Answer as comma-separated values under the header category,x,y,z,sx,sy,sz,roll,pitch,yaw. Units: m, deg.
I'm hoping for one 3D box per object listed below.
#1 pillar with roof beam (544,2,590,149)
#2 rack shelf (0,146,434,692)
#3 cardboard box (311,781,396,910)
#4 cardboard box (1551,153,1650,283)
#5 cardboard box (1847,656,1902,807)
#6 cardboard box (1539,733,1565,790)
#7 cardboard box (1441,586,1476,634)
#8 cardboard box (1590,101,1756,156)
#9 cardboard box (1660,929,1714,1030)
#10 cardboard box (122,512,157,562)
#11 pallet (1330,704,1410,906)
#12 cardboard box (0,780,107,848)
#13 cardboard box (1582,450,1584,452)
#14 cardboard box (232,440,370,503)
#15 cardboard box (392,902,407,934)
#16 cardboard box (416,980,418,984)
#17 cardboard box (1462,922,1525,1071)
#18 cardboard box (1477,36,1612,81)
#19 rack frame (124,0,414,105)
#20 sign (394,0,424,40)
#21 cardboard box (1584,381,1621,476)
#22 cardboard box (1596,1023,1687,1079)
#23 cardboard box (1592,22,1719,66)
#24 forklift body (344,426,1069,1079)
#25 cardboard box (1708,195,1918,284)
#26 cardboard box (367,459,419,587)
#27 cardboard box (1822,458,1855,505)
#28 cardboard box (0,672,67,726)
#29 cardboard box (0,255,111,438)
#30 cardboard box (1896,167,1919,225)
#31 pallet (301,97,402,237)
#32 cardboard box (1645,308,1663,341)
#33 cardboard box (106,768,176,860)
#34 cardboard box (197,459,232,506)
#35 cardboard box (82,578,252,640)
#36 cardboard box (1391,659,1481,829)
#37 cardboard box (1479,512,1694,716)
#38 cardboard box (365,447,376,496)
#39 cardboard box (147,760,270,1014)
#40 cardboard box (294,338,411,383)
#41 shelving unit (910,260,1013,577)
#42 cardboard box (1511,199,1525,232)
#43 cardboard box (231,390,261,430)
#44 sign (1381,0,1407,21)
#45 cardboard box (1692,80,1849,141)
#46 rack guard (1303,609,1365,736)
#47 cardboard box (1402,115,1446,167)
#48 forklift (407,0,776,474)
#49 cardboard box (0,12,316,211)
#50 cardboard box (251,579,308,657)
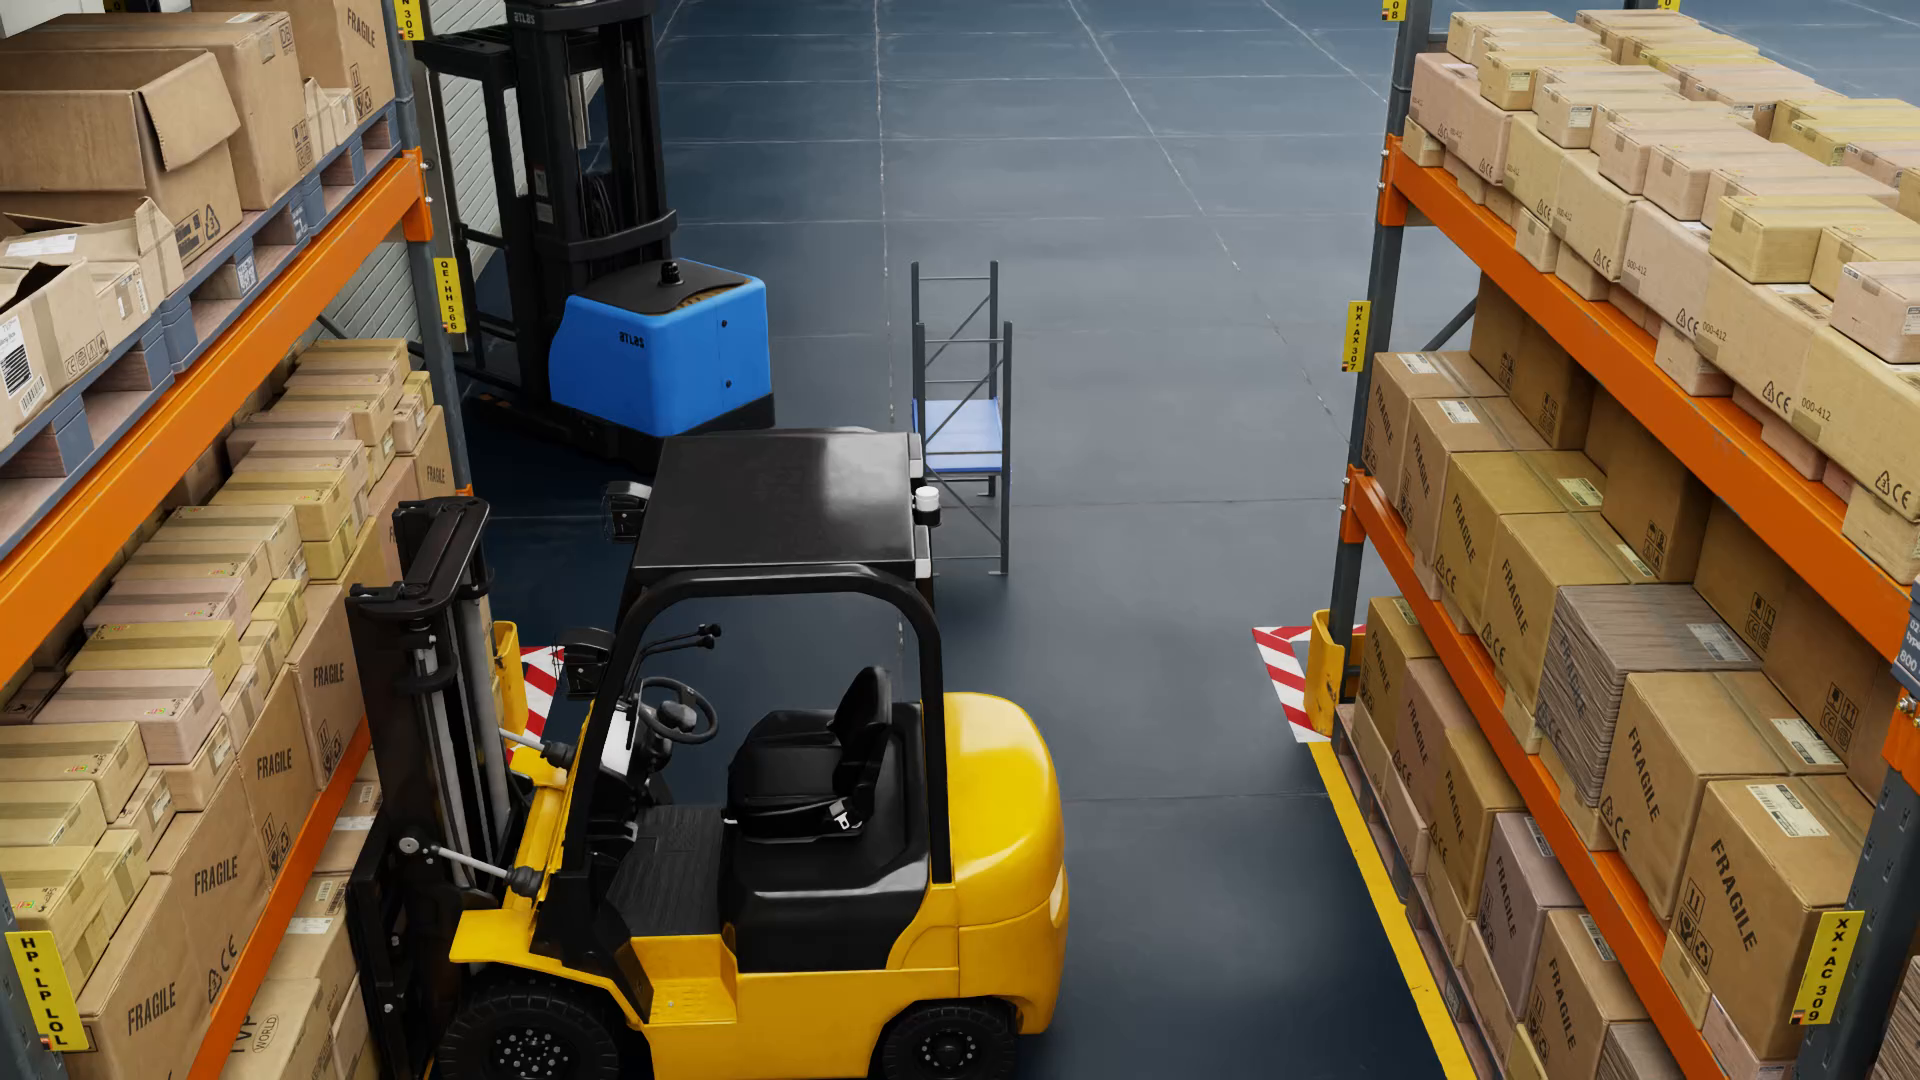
category,x,y,z,sx,sy,sz,roll,pitch,yaw
pillar with roof beam,0.130,-8.359,16.047,9.100,9.000,0.400,-1,28,-3
rack shelf,-2.575,-0.484,4.969,1.077,0.370,4.000,-1,28,-3
cardboard box,-2.256,1.100,5.835,0.500,0.250,0.500,-2,28,-4
cardboard box,2.113,-0.967,4.958,0.500,0.250,0.500,-1,28,-2
cardboard box,2.680,0.501,4.035,0.700,0.500,0.500,-2,28,-3
cardboard box,2.125,0.711,5.415,0.380,0.149,0.250,-2,28,-4
cardboard box,2.063,0.232,6.332,0.380,0.149,0.250,-1,28,-1
cardboard box,2.141,-1.218,5.008,0.380,0.149,0.250,-1,28,-2
cardboard box,2.145,1.184,4.508,0.380,0.149,0.250,-1,28,-1
cardboard box,-2.823,0.014,5.347,0.380,0.149,0.250,-1,28,-2
pallet,2.289,1.129,7.357,1.003,0.211,1.213,-1,28,-3
cardboard box,-2.312,0.714,4.006,0.380,0.149,0.250,-1,28,-2
cardboard box,2.603,-0.219,6.497,0.500,0.500,0.500,-1,28,-3
cardboard box,-2.302,-0.233,5.821,0.380,0.149,0.250,-1,28,-1
cardboard box,-2.256,1.332,5.930,0.500,0.250,0.500,-1,28,-3
cardboard box,-2.256,1.546,6.062,0.500,0.250,0.500,-1,28,-1
cardboard box,2.127,1.614,5.930,0.500,0.250,0.500,-1,28,-2
cardboard box,2.073,-1.689,5.910,0.380,0.149,0.250,-1,28,-3
rack frame,-2.679,-3.057,5.880,1.000,3.000,0.127,-1,28,-3
sign,-2.137,-2.091,6.400,0.100,0.325,0.005,-1,28,-3
cardboard box,2.671,-0.441,5.840,0.700,0.500,0.500,-2,28,-3
cardboard box,2.187,1.762,4.836,0.500,0.500,0.500,-2,28,-3
cardboard box,2.565,-1.822,6.165,0.380,0.149,0.250,-1,28,-2
forklift body,-0.758,0.811,5.869,2.313,2.155,1.214,-1,28,-3
cardboard box,2.093,-0.742,4.094,0.380,0.149,0.250,-1,28,-1
cardboard box,-2.373,0.019,6.361,0.500,0.500,0.500,-1,28,-1
cardboard box,2.240,-0.147,3.816,0.380,0.149,0.250,-1,28,-2
cardboard box,-2.769,0.503,4.732,0.380,0.149,0.250,0,28,-1
cardboard box,-2.270,-0.461,3.680,0.500,0.311,0.500,-1,28,-2
cardboard box,2.698,-0.874,4.347,0.380,0.149,0.250,-2,28,-4
pallet,-2.668,-1.361,5.967,1.003,0.211,1.213,-1,28,-3
cardboard box,2.197,-0.626,4.734,0.380,0.149,0.250,-1,28,-2
cardboard box,-2.281,0.726,4.306,0.380,0.149,0.250,-1,28,-3
cardboard box,-2.884,-0.211,6.102,0.380,0.149,0.250,-2,28,-4
cardboard box,-2.337,0.239,4.917,0.380,0.149,0.250,-1,28,-3
cardboard box,2.077,0.813,6.655,0.500,0.500,0.500,-2,28,-5
cardboard box,2.118,0.240,5.617,0.500,0.500,0.500,-2,28,-4
cardboard box,-2.384,-0.222,6.123,0.380,0.149,0.250,-2,28,-3
cardboard box,-2.277,0.955,4.568,0.500,0.500,0.500,-1,28,-2
cardboard box,-2.450,-0.700,6.718,0.380,0.149,0.250,-1,28,-3
shelving unit,-0.004,-0.704,9.479,0.538,1.500,1.048,-1,28,-3
cardboard box,2.109,-1.098,5.639,0.380,0.149,0.250,-2,28,-4
cardboard box,-2.867,-0.457,6.252,0.380,0.149,0.250,-1,28,-2
sign,1.736,-2.223,6.580,0.100,0.325,0.005,-1,28,-3
cardboard box,2.552,-1.351,5.263,0.380,0.149,0.250,-2,28,-4
rack guard,2.281,0.625,8.011,1.175,0.500,0.348,-1,28,-3
cardboard box,1.971,-1.576,6.556,0.380,0.149,0.250,-1,28,-3
forklift,-2.712,-2.245,10.886,3.031,2.935,1.130,19,33,32
cardboard box,-2.459,-1.328,5.138,0.700,0.500,0.500,-1,28,-2
cardboard box,-2.285,0.250,5.217,0.380,0.149,0.250,-2,28,-4
